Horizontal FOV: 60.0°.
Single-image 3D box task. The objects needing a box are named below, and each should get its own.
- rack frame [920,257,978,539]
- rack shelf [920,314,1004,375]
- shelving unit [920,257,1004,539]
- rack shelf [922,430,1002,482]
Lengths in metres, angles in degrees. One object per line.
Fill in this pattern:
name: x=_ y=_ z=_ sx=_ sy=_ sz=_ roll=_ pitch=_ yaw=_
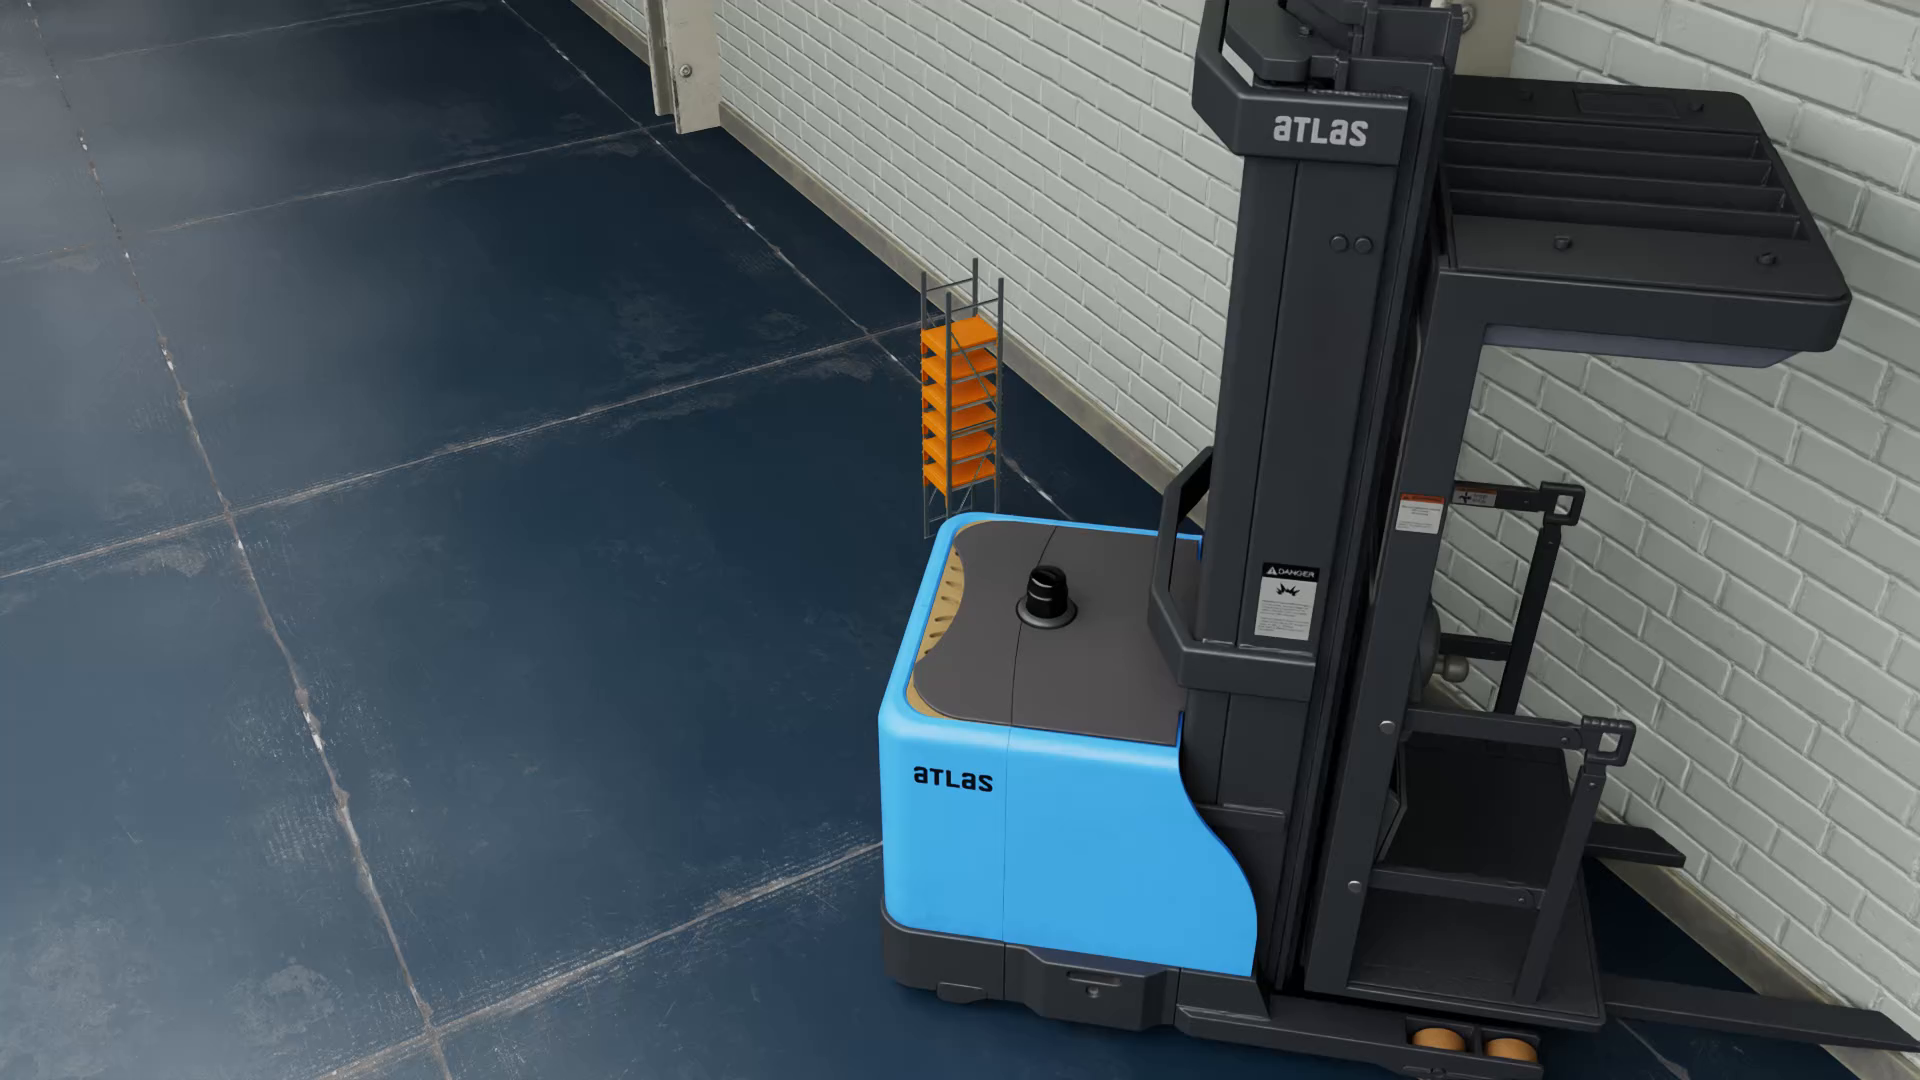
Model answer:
rack frame: x=-0.039 y=-0.524 z=6.450 sx=0.240 sy=1.200 sz=0.006 roll=-19 pitch=40 yaw=-24
rack shelf: x=0.007 y=-0.732 z=6.200 sx=0.258 sy=0.103 sz=0.180 roll=-19 pitch=40 yaw=-24
shelving unit: x=-7.825 y=-5.445 z=12.679 sx=5.752 sy=1.800 sz=21.905 roll=-19 pitch=40 yaw=-24
rack shelf: x=0.007 y=-0.344 z=6.483 sx=0.258 sy=0.103 sz=0.180 roll=-19 pitch=40 yaw=-24
